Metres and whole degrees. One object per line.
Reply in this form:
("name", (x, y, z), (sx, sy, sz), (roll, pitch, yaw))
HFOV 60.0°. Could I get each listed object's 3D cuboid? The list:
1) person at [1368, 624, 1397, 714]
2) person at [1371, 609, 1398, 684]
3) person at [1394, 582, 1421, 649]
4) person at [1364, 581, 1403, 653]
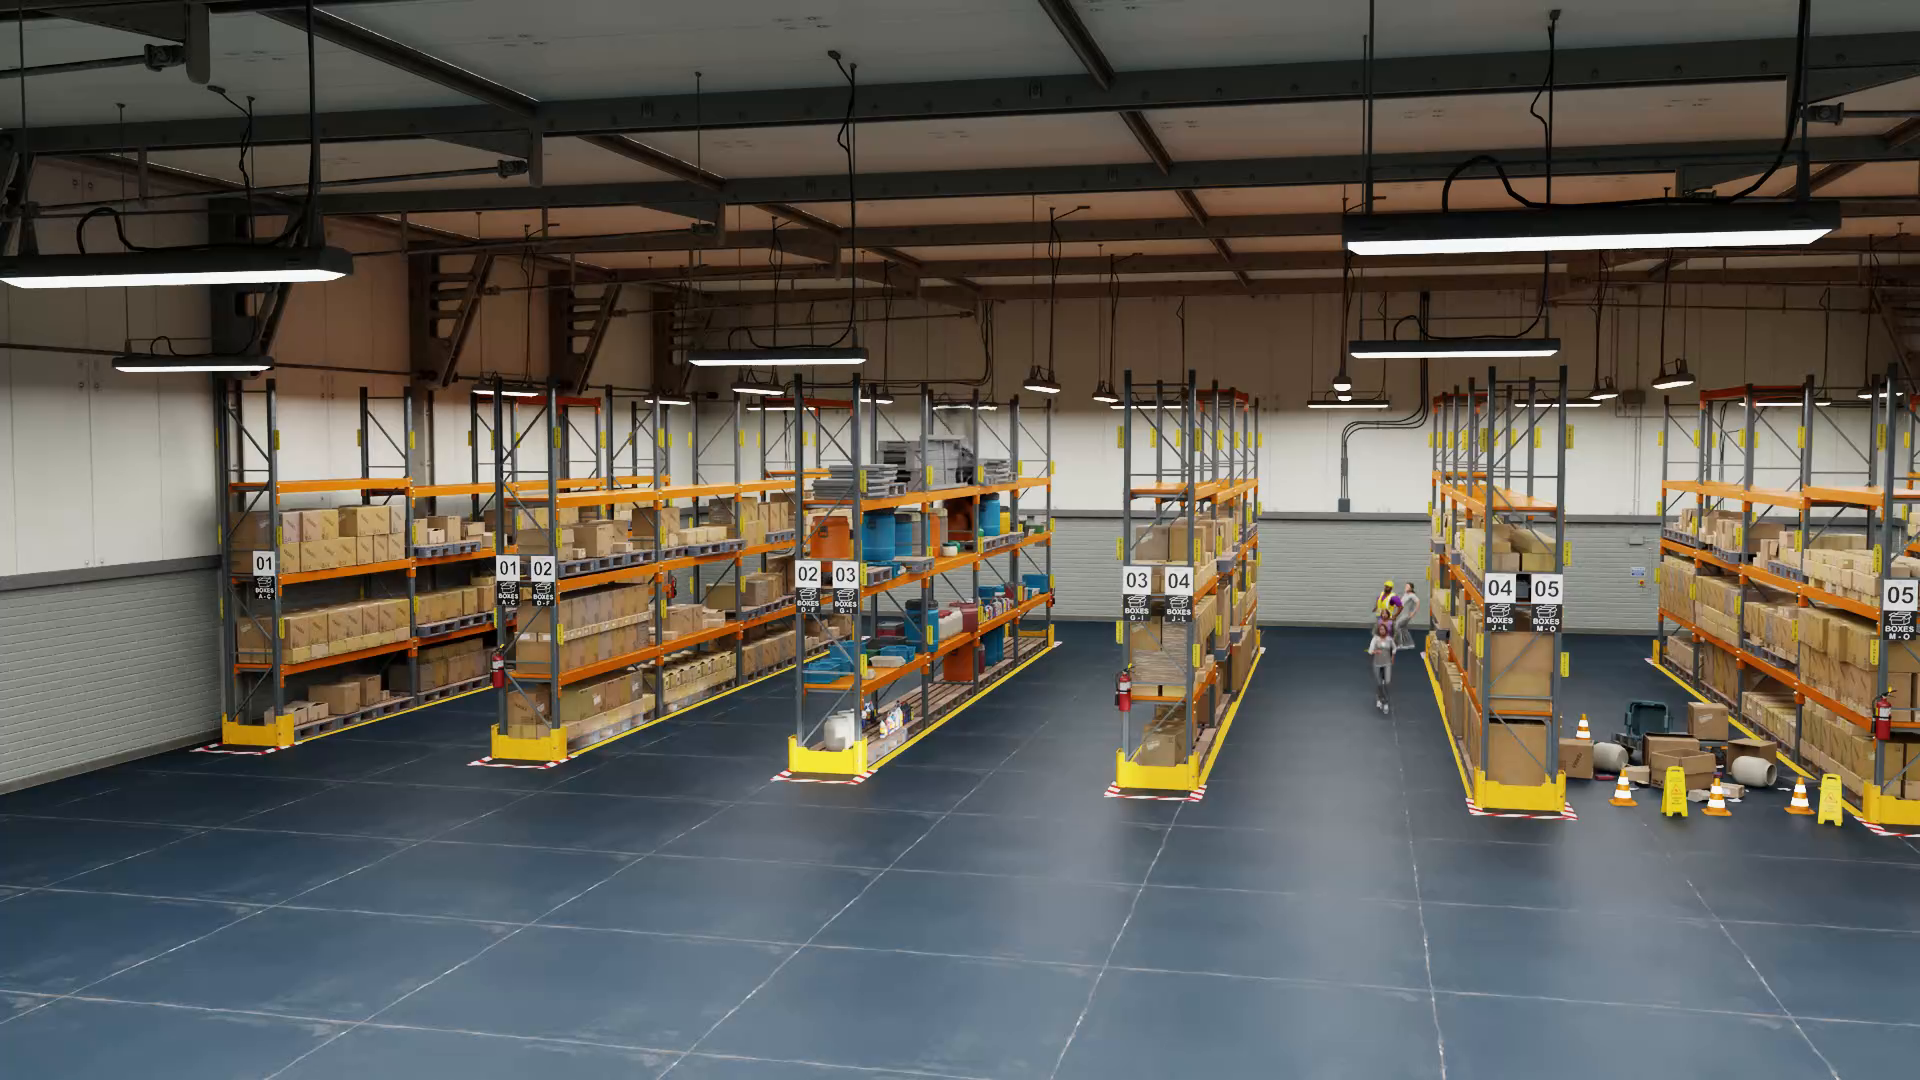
("person", (7.789, 2.359, 30.655), (0.516, 1.632, 0.677), (1, 4, 12))
("person", (8.686, 2.183, 34.031), (0.535, 1.552, 0.502), (1, 4, 15))
("person", (10.616, 1.827, 39.633), (0.582, 1.666, 0.571), (0, 3, 2))
("person", (9.950, 1.807, 38.906), (0.877, 1.716, 0.766), (-2, 4, -31))
